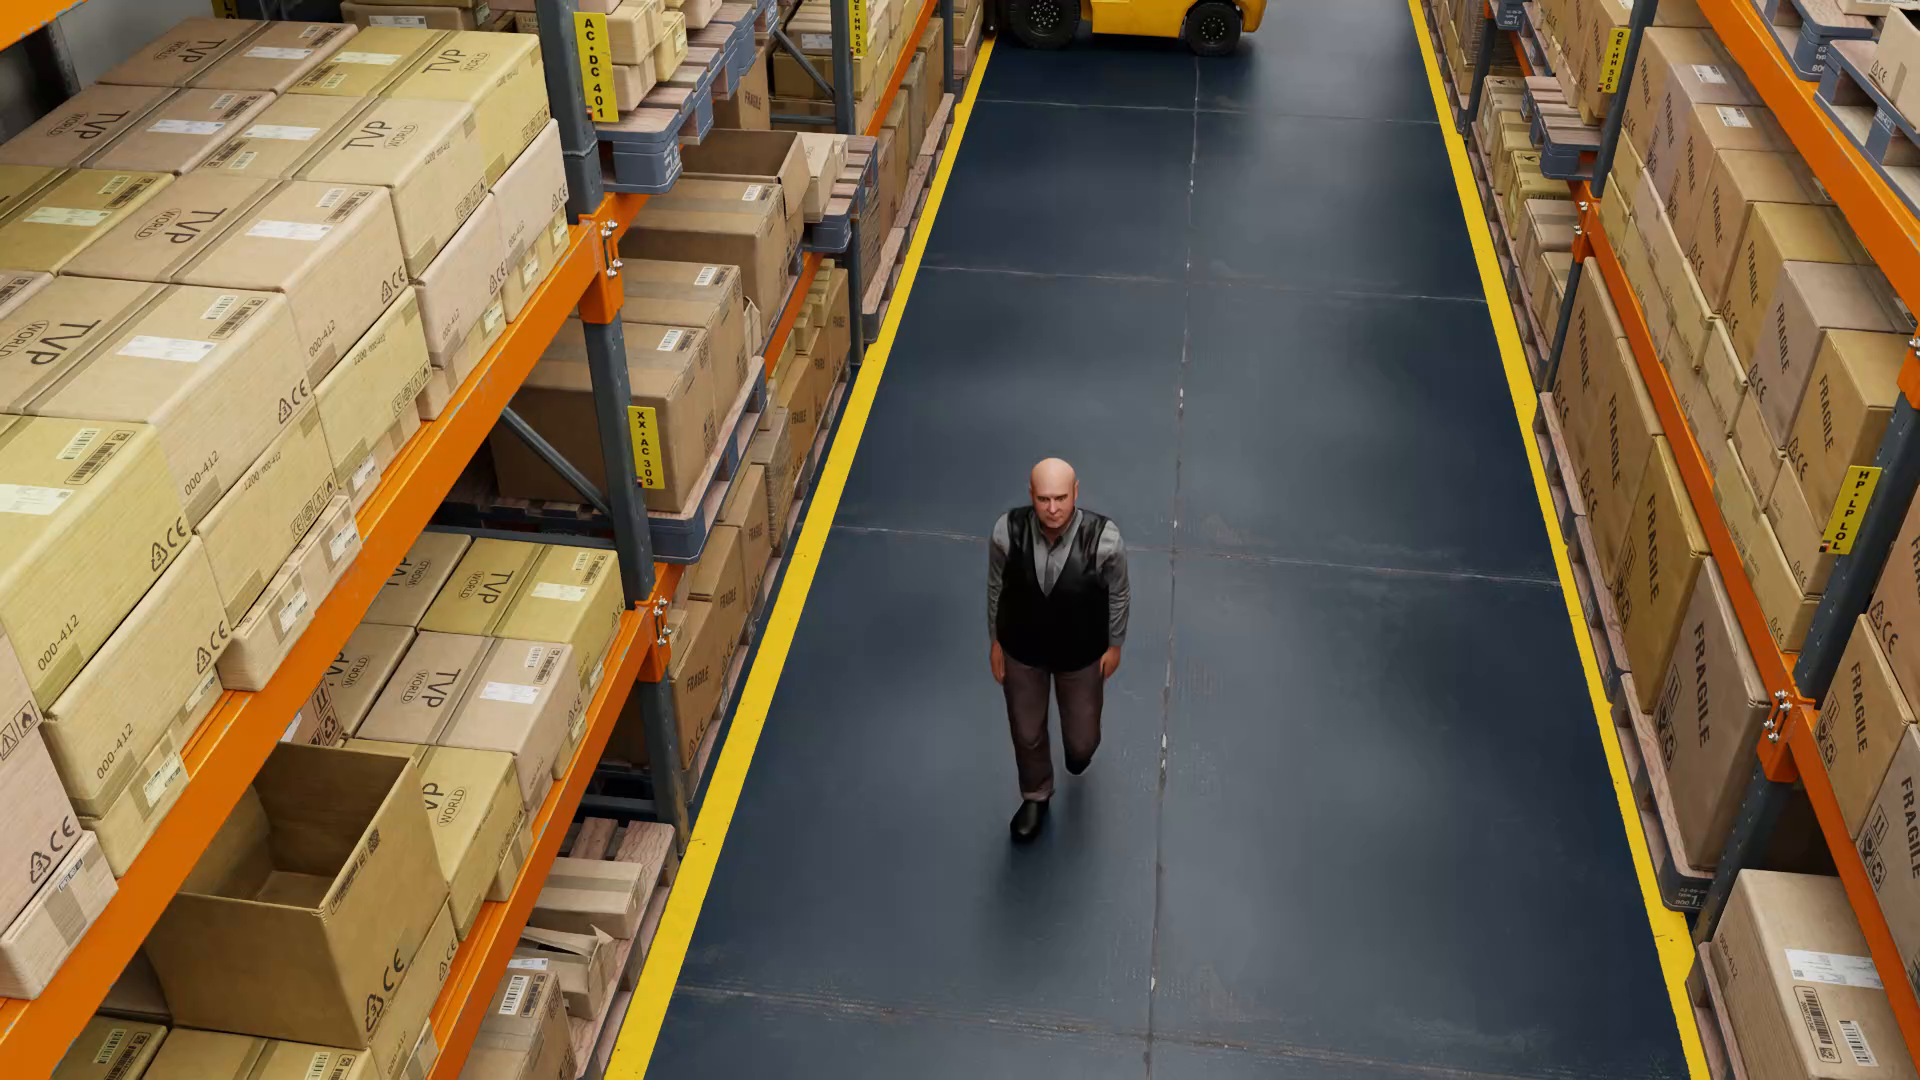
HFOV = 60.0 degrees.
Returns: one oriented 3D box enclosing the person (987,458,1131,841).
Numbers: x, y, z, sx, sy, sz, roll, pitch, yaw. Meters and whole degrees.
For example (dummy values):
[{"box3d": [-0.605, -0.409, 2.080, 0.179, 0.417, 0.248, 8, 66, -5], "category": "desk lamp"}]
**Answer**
[{"box3d": [0.380, 0.387, 6.490, 0.547, 1.709, 0.597, 8, 37, 10], "category": "person"}]
